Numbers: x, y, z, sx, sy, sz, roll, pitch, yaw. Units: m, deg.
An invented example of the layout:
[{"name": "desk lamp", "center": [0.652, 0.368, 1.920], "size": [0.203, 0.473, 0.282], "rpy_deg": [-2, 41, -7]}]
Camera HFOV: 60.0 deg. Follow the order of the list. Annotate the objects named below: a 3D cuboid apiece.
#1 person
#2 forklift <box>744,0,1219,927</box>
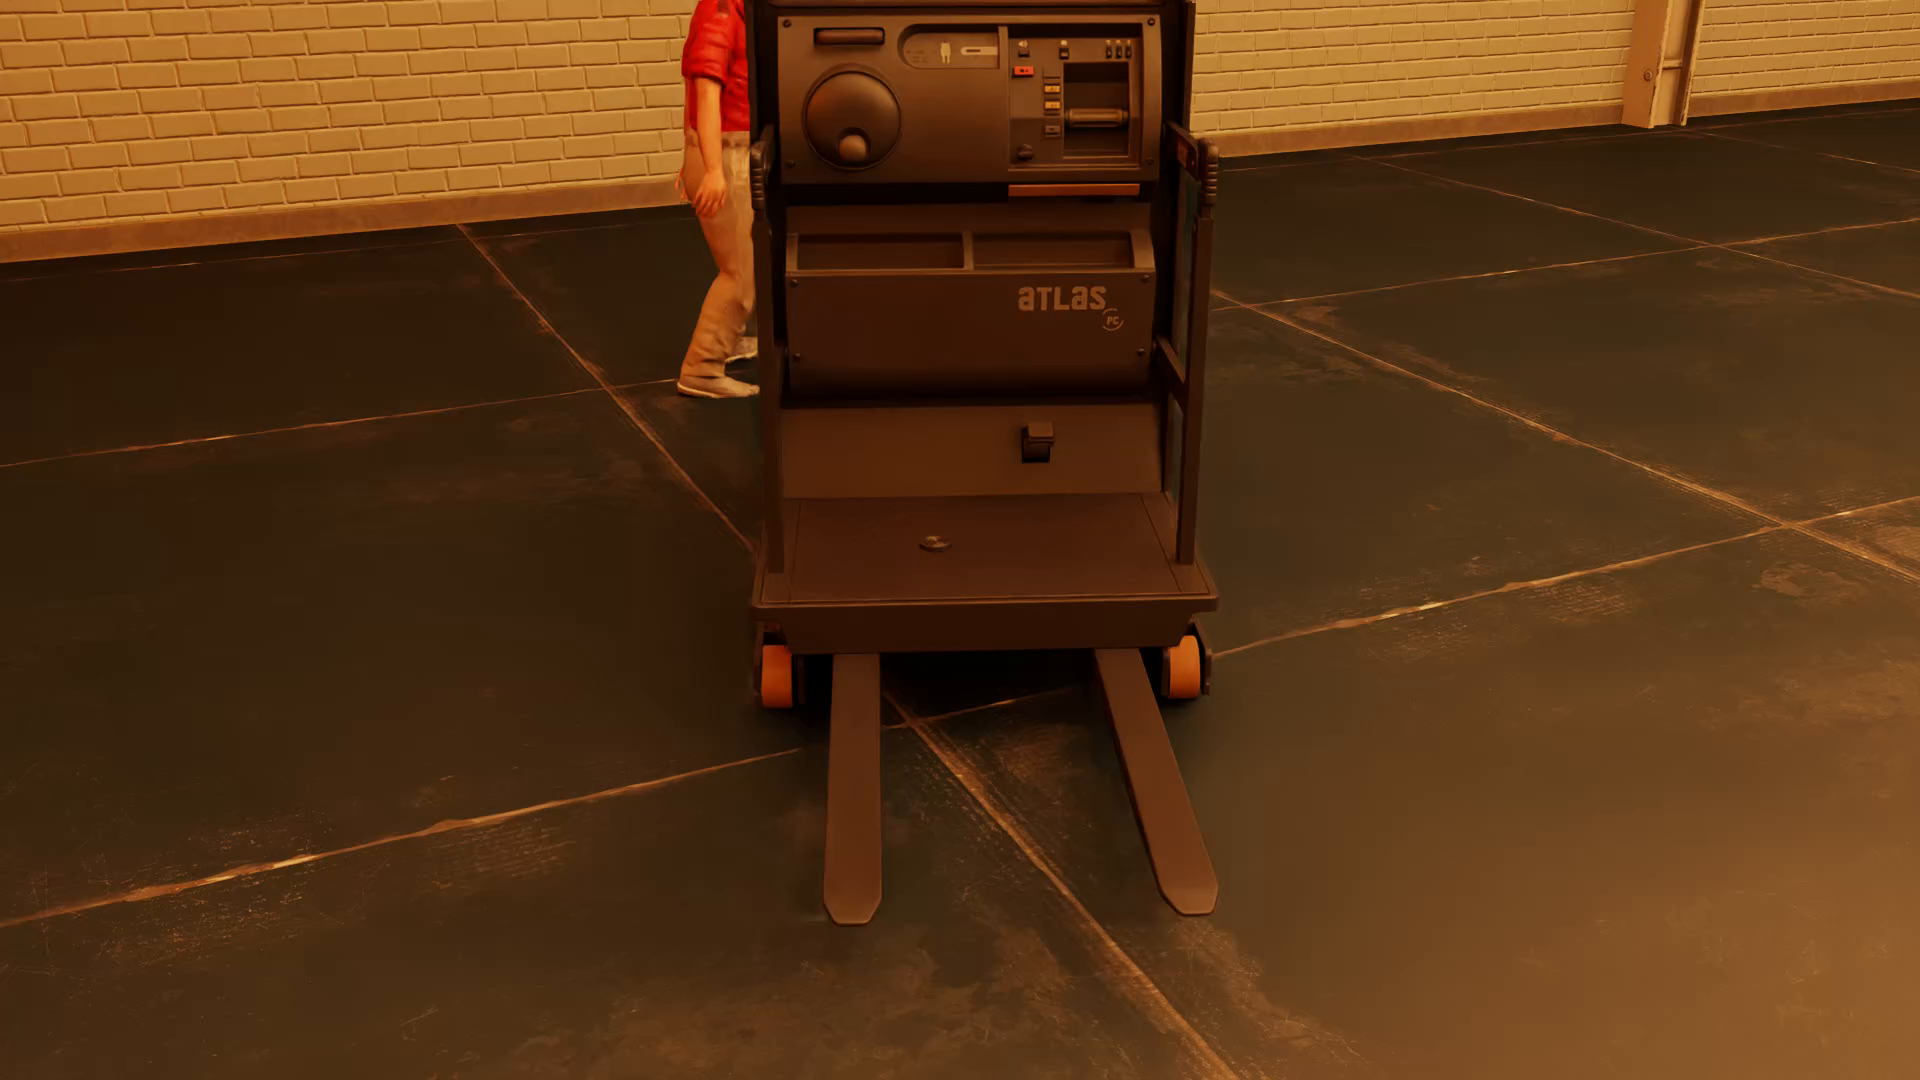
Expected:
[{"name": "person", "center": [-0.917, -1.400, 6.326], "size": [0.425, 1.704, 0.879], "rpy_deg": [-4, 23, -9]}, {"name": "forklift", "center": [0.038, -1.062, 3.843], "size": [1.130, 2.935, 3.031], "rpy_deg": [-1, 23, -3]}]
